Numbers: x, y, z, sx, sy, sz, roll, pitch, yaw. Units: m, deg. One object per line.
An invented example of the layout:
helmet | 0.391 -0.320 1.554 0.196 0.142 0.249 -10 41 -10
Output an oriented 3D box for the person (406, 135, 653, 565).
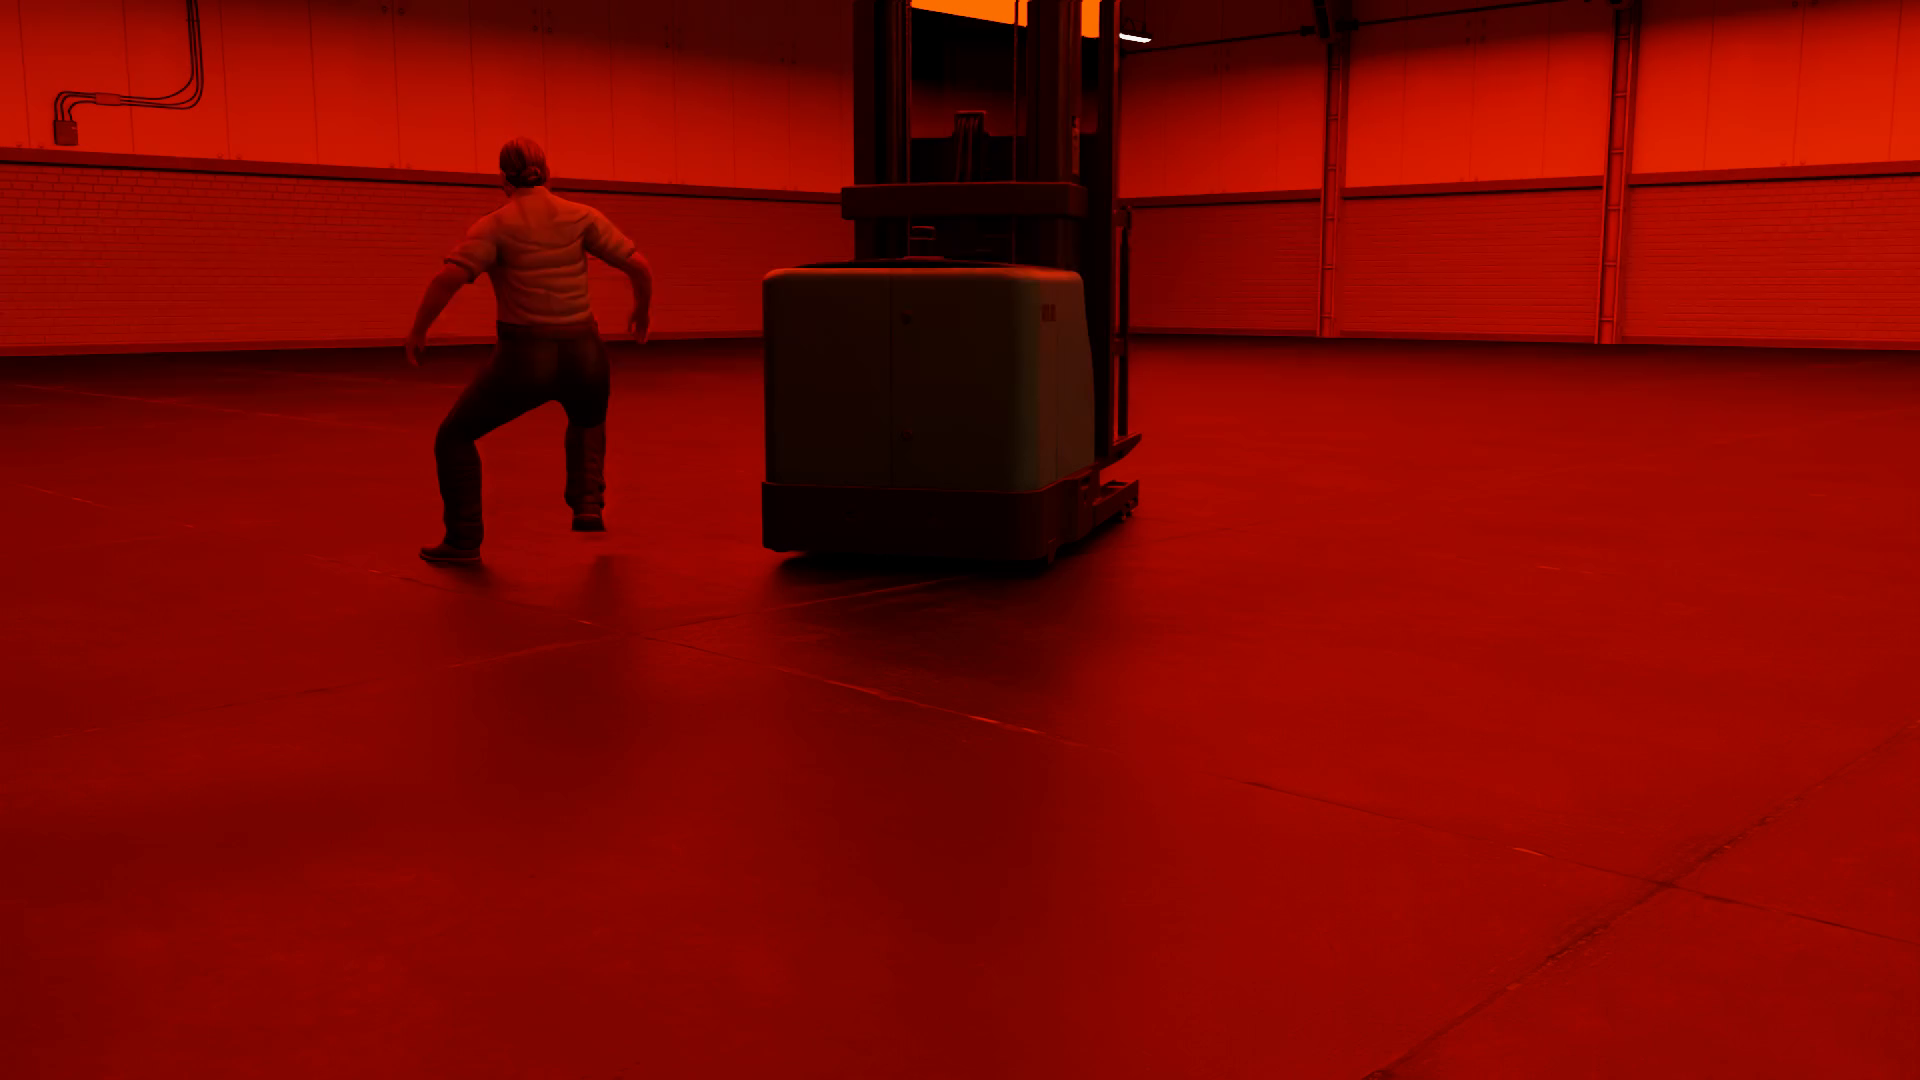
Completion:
person | -1.562 -0.679 6.068 0.903 1.534 0.603 -4 10 -27

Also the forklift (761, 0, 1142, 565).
forklift | 0.176 -1.540 7.103 1.130 2.935 3.031 2 9 16
